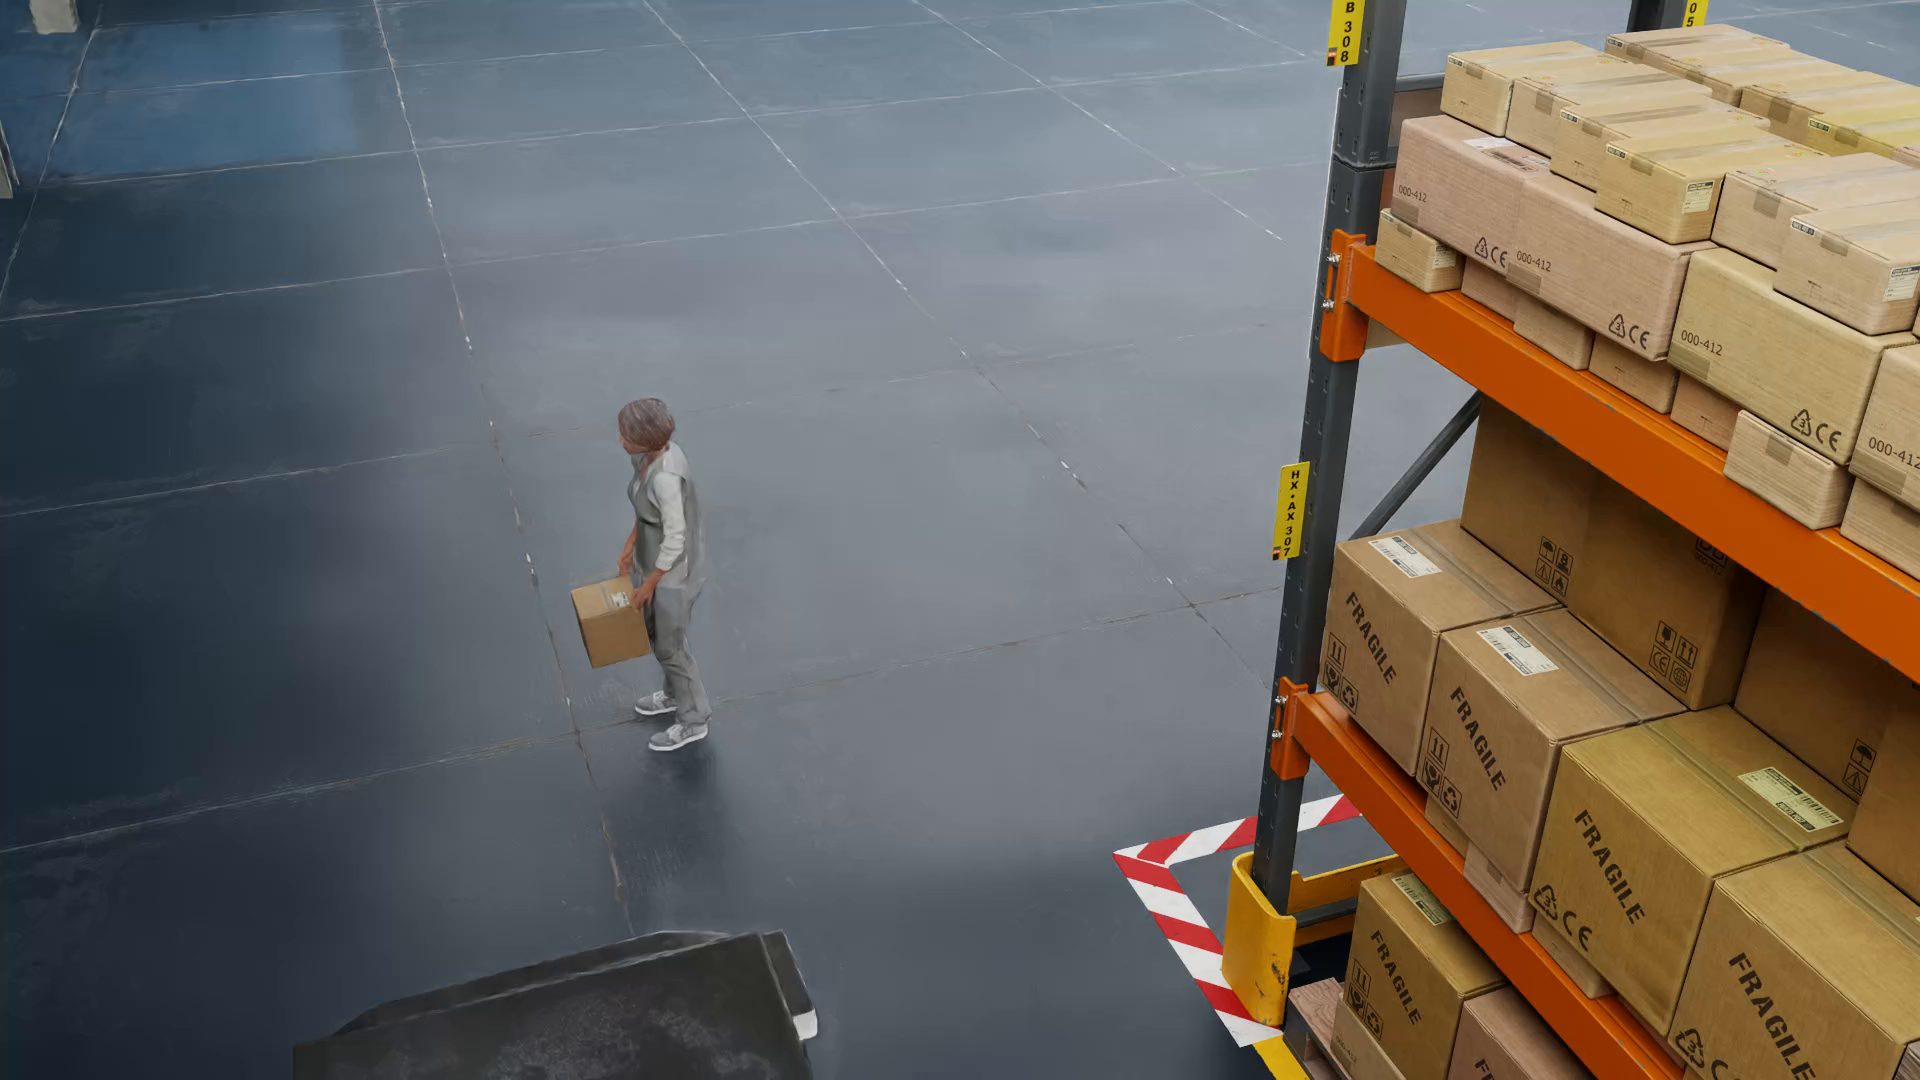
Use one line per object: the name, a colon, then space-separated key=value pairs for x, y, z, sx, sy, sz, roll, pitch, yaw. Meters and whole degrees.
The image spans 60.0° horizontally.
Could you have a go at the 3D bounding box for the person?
person: x=-1.228 y=0.133 z=6.906 sx=0.347 sy=1.600 sz=0.447 roll=-11 pitch=32 yaw=-19
